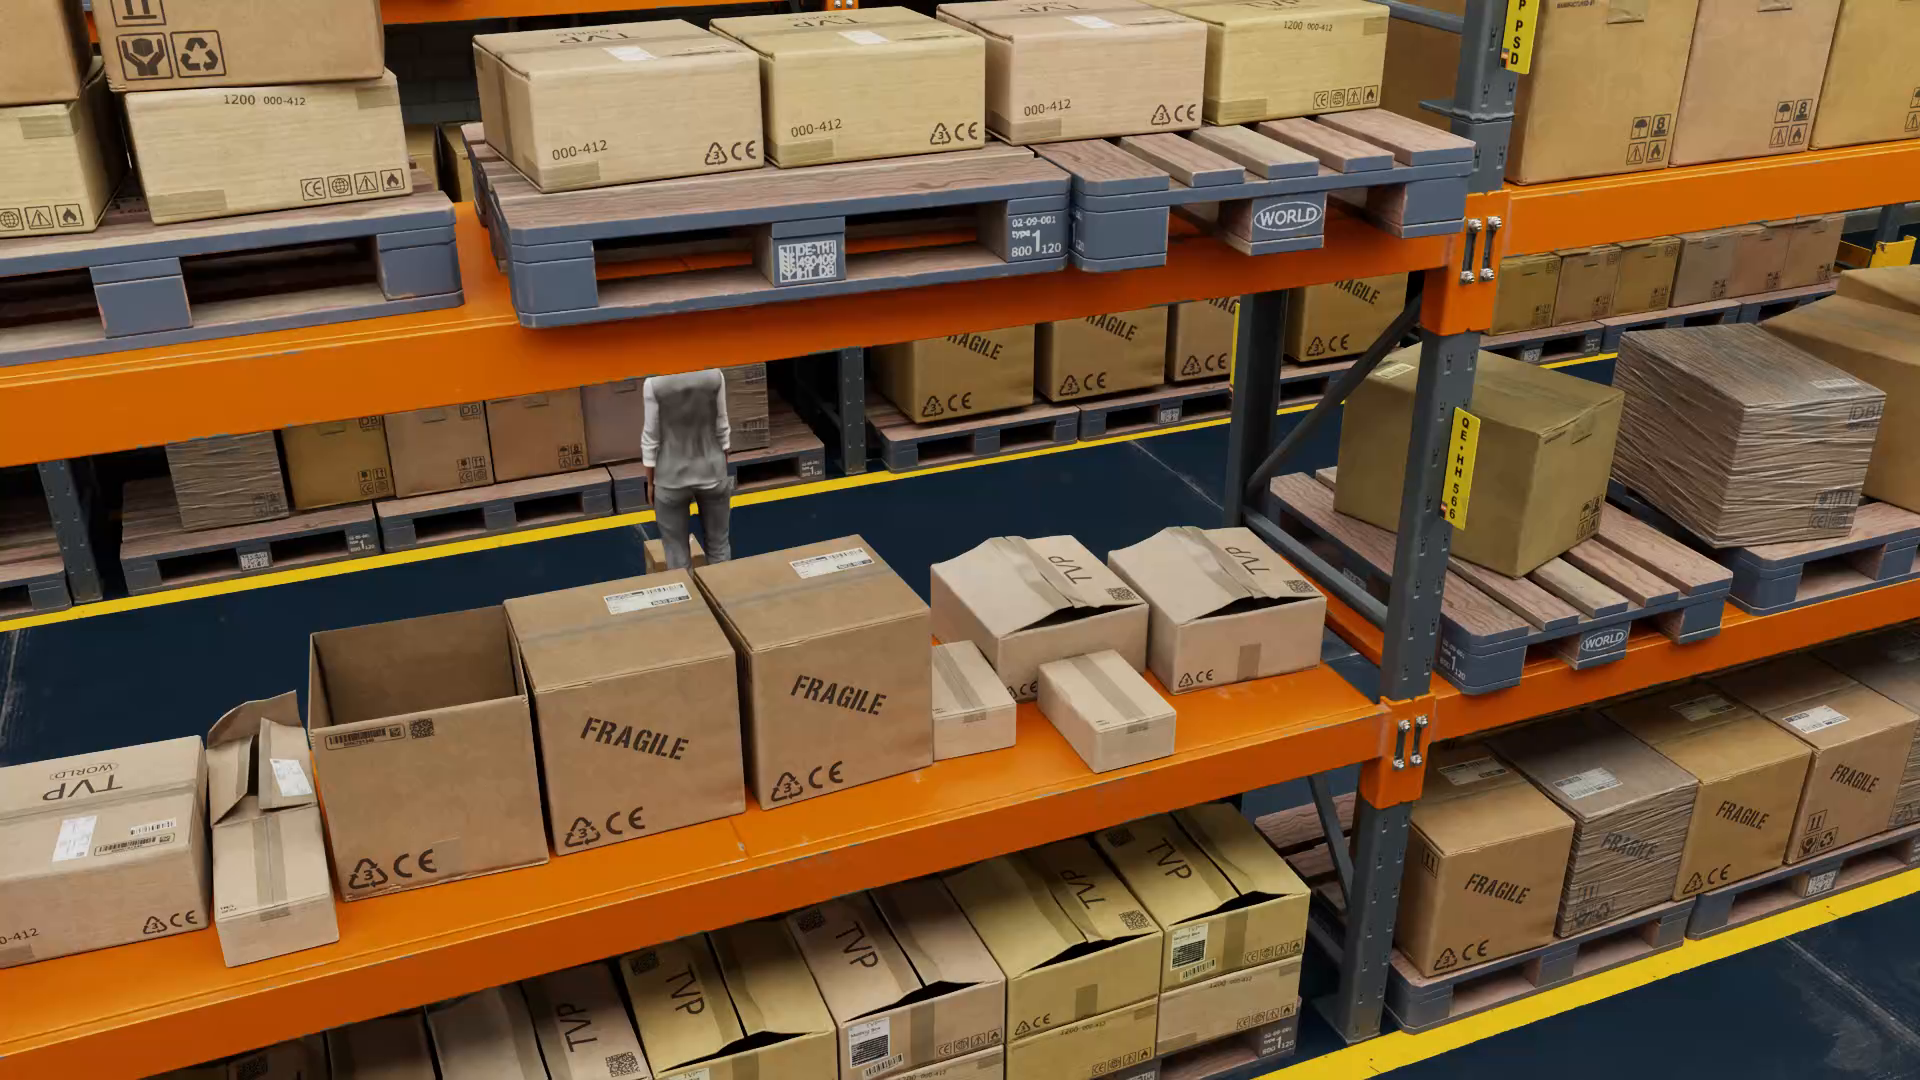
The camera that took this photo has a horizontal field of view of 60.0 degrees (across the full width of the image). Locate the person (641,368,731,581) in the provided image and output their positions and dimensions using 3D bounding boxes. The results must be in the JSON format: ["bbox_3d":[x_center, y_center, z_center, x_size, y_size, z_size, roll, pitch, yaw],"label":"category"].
[{"bbox_3d":[-1.228,-0.256,7.530,0.406,1.591,0.305,-10,28,-20],"label":"person"}]
